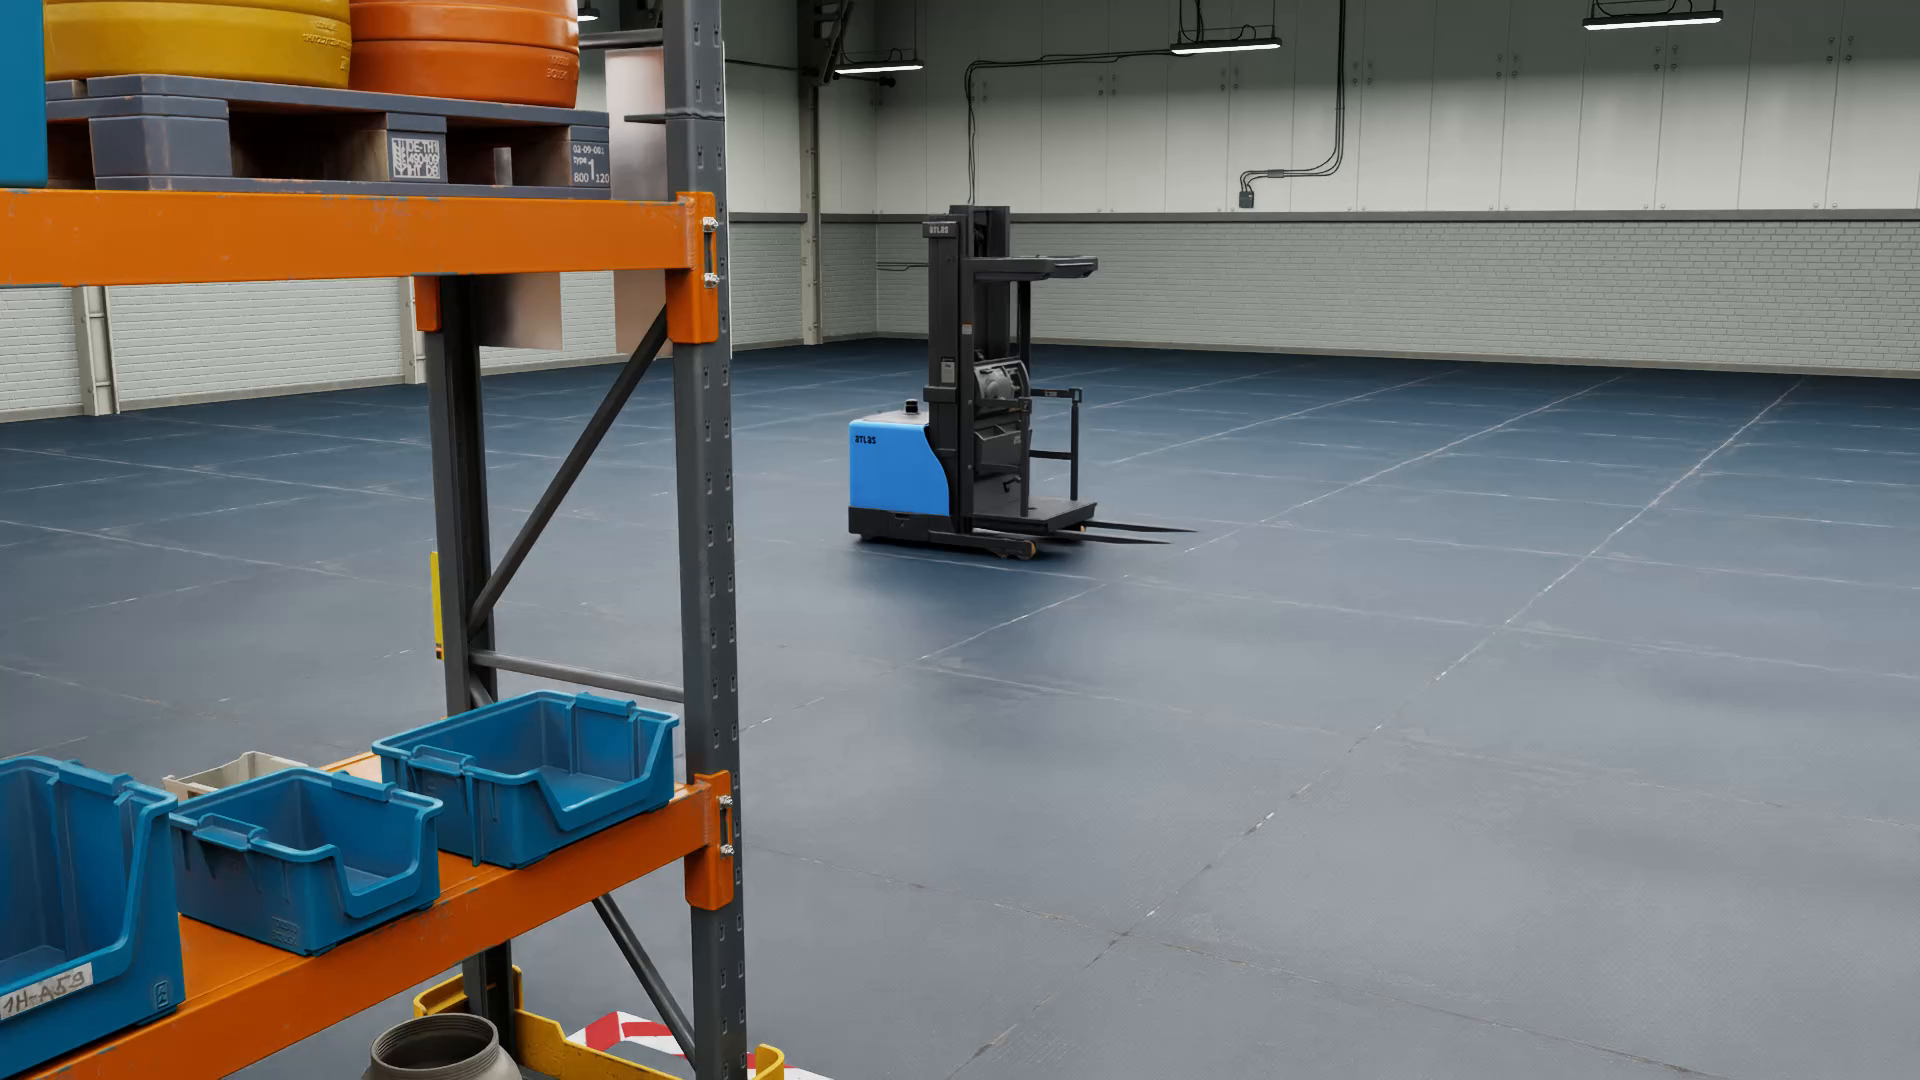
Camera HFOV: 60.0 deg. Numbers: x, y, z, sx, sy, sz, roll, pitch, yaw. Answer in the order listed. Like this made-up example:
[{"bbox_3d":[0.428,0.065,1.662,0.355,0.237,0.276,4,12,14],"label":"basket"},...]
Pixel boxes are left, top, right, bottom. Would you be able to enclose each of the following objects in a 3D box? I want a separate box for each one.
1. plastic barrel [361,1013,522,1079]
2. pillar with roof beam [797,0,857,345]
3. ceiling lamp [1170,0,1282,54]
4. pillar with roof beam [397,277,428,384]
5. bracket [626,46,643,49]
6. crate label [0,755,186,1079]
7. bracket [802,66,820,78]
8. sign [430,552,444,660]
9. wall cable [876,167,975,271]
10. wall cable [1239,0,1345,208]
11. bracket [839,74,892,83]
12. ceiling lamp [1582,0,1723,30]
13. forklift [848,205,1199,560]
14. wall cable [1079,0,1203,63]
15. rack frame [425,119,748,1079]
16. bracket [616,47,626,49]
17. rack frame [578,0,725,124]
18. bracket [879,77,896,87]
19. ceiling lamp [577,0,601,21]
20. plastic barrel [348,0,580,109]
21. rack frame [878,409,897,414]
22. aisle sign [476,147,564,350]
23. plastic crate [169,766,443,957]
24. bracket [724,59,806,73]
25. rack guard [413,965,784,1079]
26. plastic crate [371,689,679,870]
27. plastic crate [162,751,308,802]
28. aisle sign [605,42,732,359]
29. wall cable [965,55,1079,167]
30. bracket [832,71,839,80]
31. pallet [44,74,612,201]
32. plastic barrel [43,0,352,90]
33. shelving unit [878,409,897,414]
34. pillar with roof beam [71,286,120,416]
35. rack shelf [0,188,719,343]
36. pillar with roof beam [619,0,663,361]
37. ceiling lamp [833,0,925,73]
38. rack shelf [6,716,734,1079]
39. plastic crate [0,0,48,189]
[{"bbox_3d":[-1.325,1.516,4.241,0.421,0.512,0.421,0,11,0],"label":"plastic barrel"},{"bbox_3d":[0.127,-8.737,37.085,9.100,9.000,0.548,6,12,31],"label":"pillar with roof beam"},{"bbox_3d":[4.817,-10.250,29.304,2.000,3.185,0.800,6,12,31],"label":"ceiling lamp"},{"bbox_3d":[-6.103,-6.850,27.005,9.100,9.000,0.548,6,12,31],"label":"pillar with roof beam"},{"bbox_3d":[-6.579,-9.875,33.381,0.235,0.232,0.430,6,12,31],"label":"bracket"},{"bbox_3d":[-1.773,0.686,2.955,0.502,0.435,0.616,6,12,31],"label":"crate label"},{"bbox_3d":[-3.464,-10.819,38.421,0.235,0.232,0.430,6,12,31],"label":"bracket"},{"bbox_3d":[-1.516,0.199,4.902,0.100,0.325,0.005,6,12,31],"label":"sign"},{"bbox_3d":[-0.892,-7.959,41.368,3.097,2.526,0.112,6,12,31],"label":"wall cable"},{"bbox_3d":[7.213,-10.248,35.912,2.305,6.003,0.169,6,12,31],"label":"wall cable"},{"bbox_3d":[-2.109,-11.229,40.613,0.076,0.066,3.189,6,12,31],"label":"bracket"},{"bbox_3d":[10.851,-9.576,25.701,2.000,3.185,0.800,6,12,31],"label":"ceiling lamp"},{"bbox_3d":[0.545,-1.385,14.304,3.031,2.935,1.130,6,12,28],"label":"forklift"},{"bbox_3d":[4.065,-12.123,37.525,3.097,2.526,0.112,6,12,31],"label":"wall cable"},{"bbox_3d":[-1.048,0.388,4.643,1.000,3.000,0.127,6,12,31],"label":"rack frame"},{"bbox_3d":[-7.917,-9.470,31.217,0.076,0.066,4.783,6,12,31],"label":"bracket"},{"bbox_3d":[-1.048,-2.560,4.091,1.000,3.000,0.127,6,12,31],"label":"rack frame"},{"bbox_3d":[-1.803,-11.322,41.110,0.235,0.232,0.430,6,12,31],"label":"bracket"},{"bbox_3d":[-6.229,-9.524,25.422,2.000,3.185,0.800,6,12,31],"label":"ceiling lamp"},{"bbox_3d":[-1.192,-1.415,3.815,0.600,0.830,0.708,6,12,31],"label":"plastic barrel"},{"bbox_3d":[-0.680,-0.714,15.830,0.200,1.050,0.008,-6,11,-28],"label":"rack frame"},{"bbox_3d":[-1.261,-0.929,4.613,0.394,0.787,0.004,6,12,31],"label":"aisle sign"},{"bbox_3d":[-1.395,0.670,3.541,0.499,0.251,0.408,6,12,31],"label":"plastic crate"},{"bbox_3d":[-4.802,-10.414,36.257,0.076,0.066,4.783,6,12,31],"label":"bracket"},{"bbox_3d":[-1.048,1.633,4.785,1.175,0.500,0.348,6,12,31],"label":"rack guard"},{"bbox_3d":[-1.053,0.569,4.083,0.499,0.251,0.616,6,12,31],"label":"plastic crate"},{"bbox_3d":[-1.788,0.628,4.079,0.298,0.136,0.250,6,12,31],"label":"plastic crate"},{"bbox_3d":[-0.757,-0.872,4.312,0.394,0.787,0.004,6,12,31],"label":"aisle sign"},{"bbox_3d":[1.420,-10.183,39.523,3.097,2.526,0.112,6,12,31],"label":"wall cable"},{"bbox_3d":[-3.033,-10.949,39.119,0.235,0.232,0.430,6,12,31],"label":"bracket"},{"bbox_3d":[-1.562,-0.872,3.739,1.003,0.211,1.213,6,12,31],"label":"pallet"},{"bbox_3d":[-1.532,-1.194,3.288,0.600,0.588,0.600,0,11,0],"label":"plastic barrel"},{"bbox_3d":[-0.621,-0.697,15.724,0.215,1.050,0.252,-6,11,-28],"label":"shelving unit"},{"bbox_3d":[-9.218,-5.907,21.964,9.100,9.000,0.400,6,12,31],"label":"pillar with roof beam"},{"bbox_3d":[-2.087,-0.418,2.753,1.077,0.370,4.000,6,12,31],"label":"rack shelf"},{"bbox_3d":[-2.988,-7.794,32.045,9.100,9.000,0.548,6,12,31],"label":"pillar with roof beam"},{"bbox_3d":[-1.499,-10.956,33.075,2.000,3.185,0.800,6,12,31],"label":"ceiling lamp"},{"bbox_3d":[-2.087,1.057,3.029,1.077,0.370,4.000,6,12,31],"label":"rack shelf"},{"bbox_3d":[-1.781,-0.749,2.612,0.392,0.384,0.575,6,12,31],"label":"plastic crate"}]
